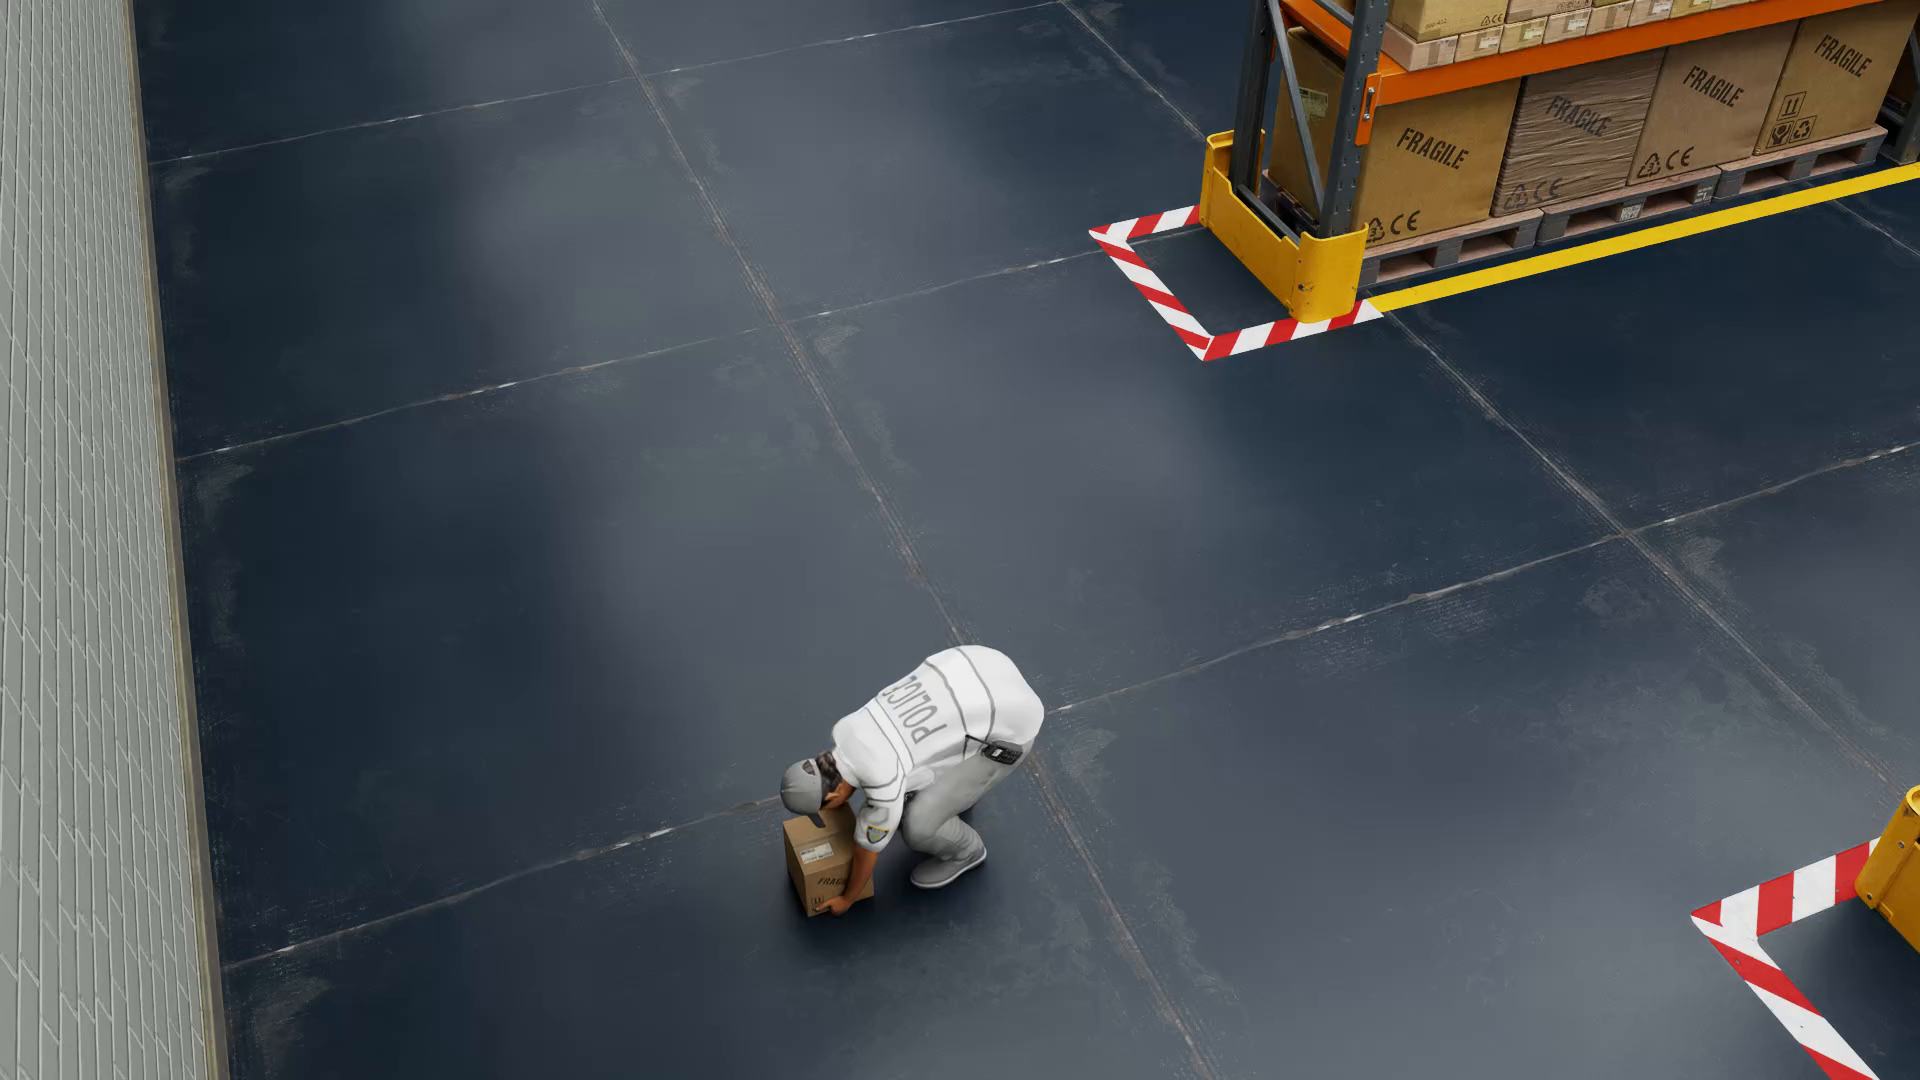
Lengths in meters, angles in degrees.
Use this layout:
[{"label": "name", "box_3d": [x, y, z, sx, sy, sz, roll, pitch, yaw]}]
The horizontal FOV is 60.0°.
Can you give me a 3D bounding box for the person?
[{"label": "person", "box_3d": [-0.177, 0.841, 5.843, 0.939, 0.855, 0.510, -17, 45, -18]}]
